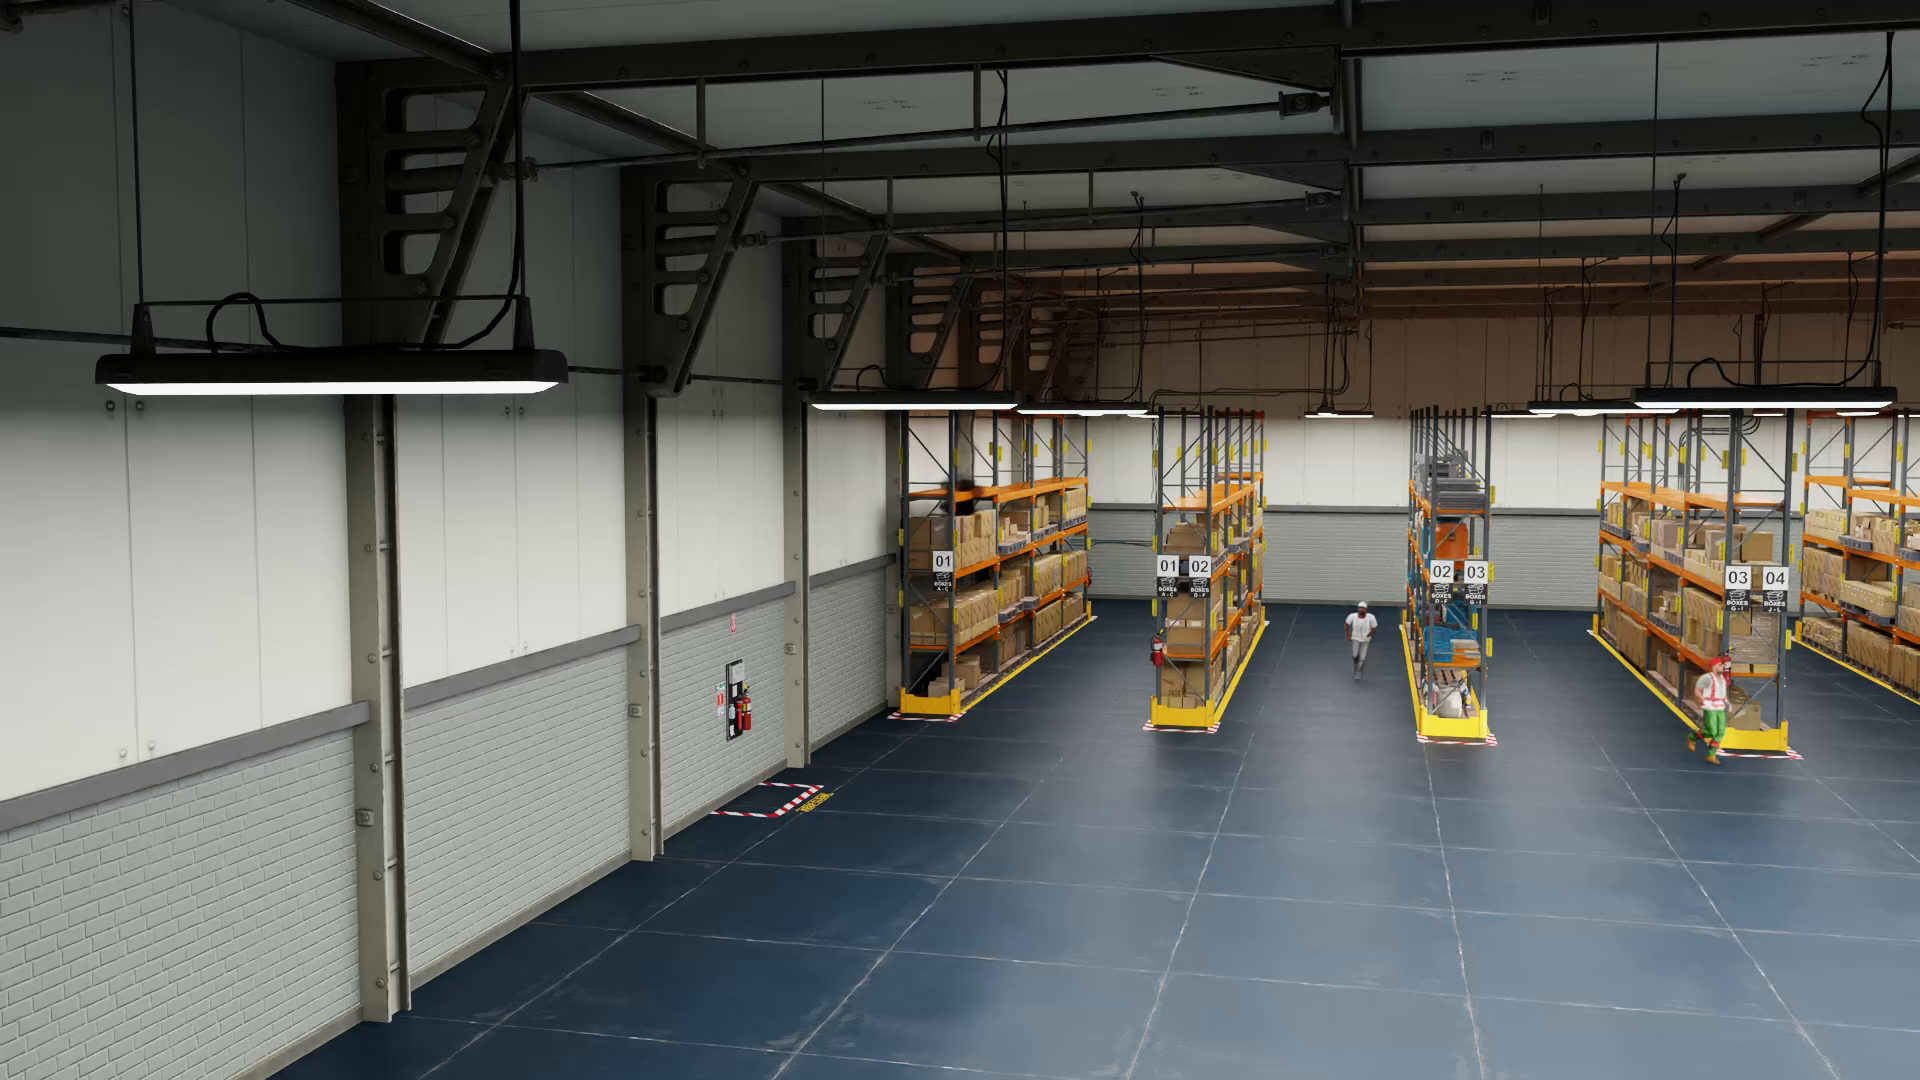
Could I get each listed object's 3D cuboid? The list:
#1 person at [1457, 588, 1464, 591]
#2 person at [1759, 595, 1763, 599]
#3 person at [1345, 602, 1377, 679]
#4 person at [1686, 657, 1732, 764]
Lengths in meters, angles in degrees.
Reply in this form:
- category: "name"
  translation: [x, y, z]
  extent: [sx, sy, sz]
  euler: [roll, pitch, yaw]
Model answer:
- category: "person"
  translation: [14.045, 1.469, 47.137]
  extent: [0.618, 1.734, 0.669]
  euler: [2, 5, 28]
- category: "person"
  translation: [21.324, 1.803, 44.037]
  extent: [0.446, 1.523, 0.569]
  euler: [-2, 5, -28]
- category: "person"
  translation: [8.871, 2.222, 36.789]
  extent: [0.703, 1.718, 0.571]
  euler: [1, 4, 13]
- category: "person"
  translation: [12.700, 2.853, 28.081]
  extent: [0.695, 1.759, 0.708]
  euler: [-2, 5, -26]
